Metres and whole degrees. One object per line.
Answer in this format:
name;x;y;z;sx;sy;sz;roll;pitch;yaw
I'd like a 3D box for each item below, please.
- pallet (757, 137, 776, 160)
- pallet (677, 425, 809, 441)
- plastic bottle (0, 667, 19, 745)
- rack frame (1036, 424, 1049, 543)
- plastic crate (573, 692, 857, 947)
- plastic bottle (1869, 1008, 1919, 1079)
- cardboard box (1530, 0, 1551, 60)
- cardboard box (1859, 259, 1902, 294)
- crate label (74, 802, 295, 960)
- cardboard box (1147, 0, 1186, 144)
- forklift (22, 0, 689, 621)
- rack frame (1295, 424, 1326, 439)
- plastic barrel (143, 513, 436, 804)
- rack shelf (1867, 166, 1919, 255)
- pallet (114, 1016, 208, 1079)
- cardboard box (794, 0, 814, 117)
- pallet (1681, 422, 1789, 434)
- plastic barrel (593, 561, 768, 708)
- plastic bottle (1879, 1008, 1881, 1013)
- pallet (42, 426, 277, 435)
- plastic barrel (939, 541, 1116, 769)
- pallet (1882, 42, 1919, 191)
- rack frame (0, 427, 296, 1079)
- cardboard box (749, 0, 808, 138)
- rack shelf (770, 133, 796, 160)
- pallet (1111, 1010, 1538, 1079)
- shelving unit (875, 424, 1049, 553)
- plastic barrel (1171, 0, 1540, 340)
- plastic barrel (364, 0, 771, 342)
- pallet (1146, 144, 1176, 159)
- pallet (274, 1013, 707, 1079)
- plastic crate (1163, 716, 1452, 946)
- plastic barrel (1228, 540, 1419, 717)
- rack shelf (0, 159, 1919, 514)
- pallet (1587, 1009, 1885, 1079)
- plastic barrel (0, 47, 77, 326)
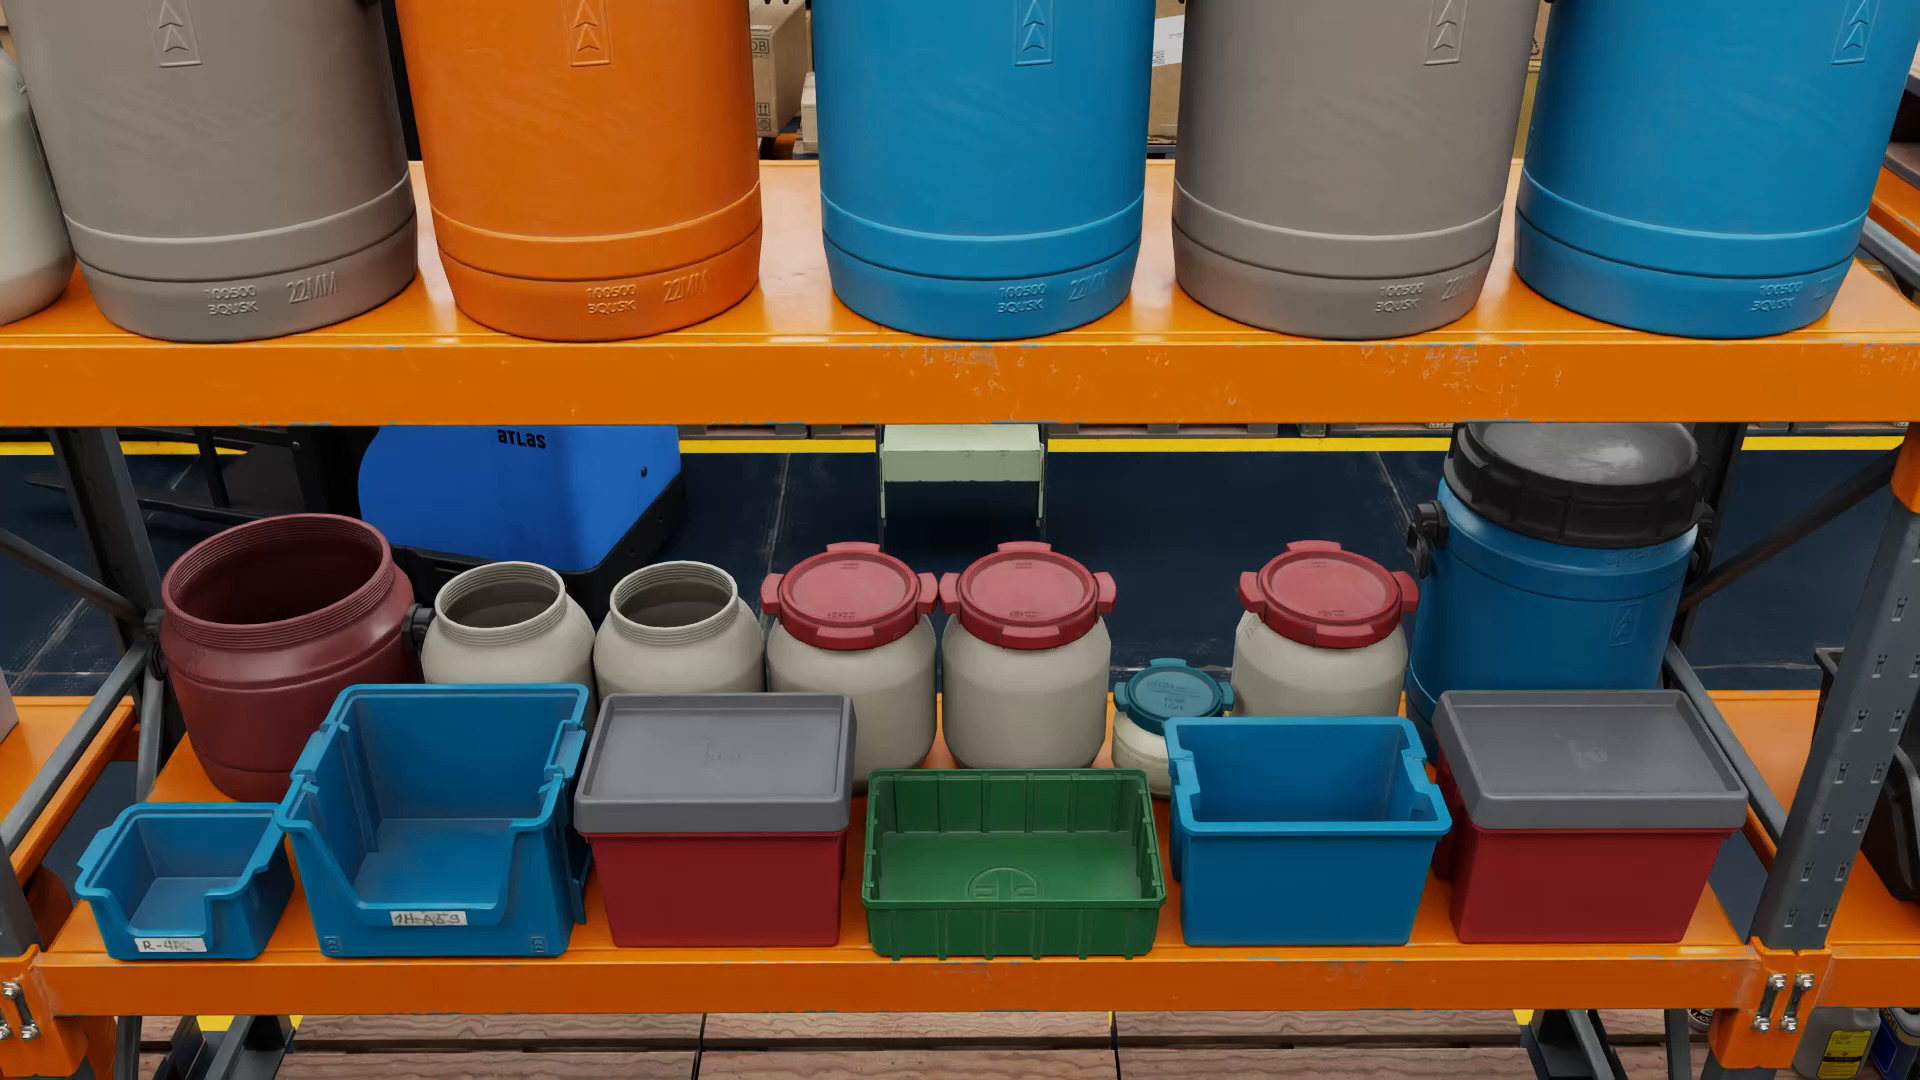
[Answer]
pallet;-1.462;-2.031;8.390;1.003;0.211;1.213;0;31;0
pallet;-1.393;-0.865;8.972;1.213;0.211;1.003;0;31;0
plastic bottle;-2.579;0.401;4.318;0.135;0.276;0.152;0;31;0
rack frame;0.373;-0.642;7.363;0.023;1.500;0.400;0;31;0
plastic crate;-0.526;0.640;3.741;0.583;0.464;0.402;0;31;0
plastic bottle;2.716;1.402;4.748;0.135;0.276;0.152;0;31;0
cardboard box;2.777;-2.537;7.693;0.500;0.500;0.500;0;31;0
cardboard box;4.604;-1.178;8.805;0.500;0.500;0.500;8;32;13
crate label;-1.721;0.779;3.736;0.416;0.233;0.303;0;31;0
cardboard box;1.031;-2.574;8.117;1.000;1.000;1.000;0;31;0
forklift;-2.852;-1.304;7.074;3.031;2.935;1.130;8;32;13
rack frame;1.826;-2.068;8.266;0.127;3.000;1.000;0;31;0
plastic barrel;-1.682;0.297;4.237;0.708;0.536;0.600;0;31;0
rack shelf;3.856;-0.480;3.451;4.000;0.370;1.077;0;31;0
pallet;-2.932;1.730;4.695;1.213;0.211;1.003;0;31;0
cardboard box;-1.493;-3.801;12.887;0.750;0.750;1.050;-1;31;-1
pallet;3.720;-0.901;9.032;1.213;0.211;1.003;0;31;0
plastic barrel;-0.695;0.351;4.172;0.421;0.512;0.421;0;31;0
plastic bottle;2.690;1.294;4.856;0.185;0.351;0.144;-2;31;-3
pallet;-4.180;-0.897;9.026;1.213;0.211;1.003;0;31;0
plastic barrel;0.164;0.335;4.175;0.433;0.535;0.433;0;31;0
pallet;2.577;-0.753;3.390;1.003;0.211;1.213;0;31;0
rack frame;-2.144;0.514;4.011;0.127;3.000;1.000;0;31;0
cardboard box;-1.077;-2.354;8.236;0.500;0.500;0.700;4;32;7
rack shelf;-0.174;-1.754;8.443;4.000;0.370;1.077;0;31;0
pallet;1.071;1.716;4.718;1.213;0.211;1.003;0;31;0
shelving unit;0.007;-0.641;7.361;0.755;1.500;0.431;0;31;0
plastic barrel;0.695;-0.879;2.932;0.600;0.901;0.600;0;31;0
plastic barrel;-0.668;-0.844;2.944;0.708;0.830;0.600;0;31;0
pallet;1.061;-2.059;8.436;1.213;0.211;1.003;0;31;0
pallet;-1.369;1.724;4.705;1.213;0.211;1.003;0;31;0
plastic crate;0.755;0.673;3.764;0.575;0.384;0.392;0;31;0
plastic barrel;0.898;0.333;4.179;0.433;0.535;0.433;0;31;0
rack shelf;-0.144;-0.467;3.430;4.000;0.370;1.077;0;31;0
pallet;2.528;1.713;4.723;1.213;0.211;1.003;0;31;0
plastic barrel;-1.832;-0.658;2.944;0.421;0.512;0.421;0;31;0
